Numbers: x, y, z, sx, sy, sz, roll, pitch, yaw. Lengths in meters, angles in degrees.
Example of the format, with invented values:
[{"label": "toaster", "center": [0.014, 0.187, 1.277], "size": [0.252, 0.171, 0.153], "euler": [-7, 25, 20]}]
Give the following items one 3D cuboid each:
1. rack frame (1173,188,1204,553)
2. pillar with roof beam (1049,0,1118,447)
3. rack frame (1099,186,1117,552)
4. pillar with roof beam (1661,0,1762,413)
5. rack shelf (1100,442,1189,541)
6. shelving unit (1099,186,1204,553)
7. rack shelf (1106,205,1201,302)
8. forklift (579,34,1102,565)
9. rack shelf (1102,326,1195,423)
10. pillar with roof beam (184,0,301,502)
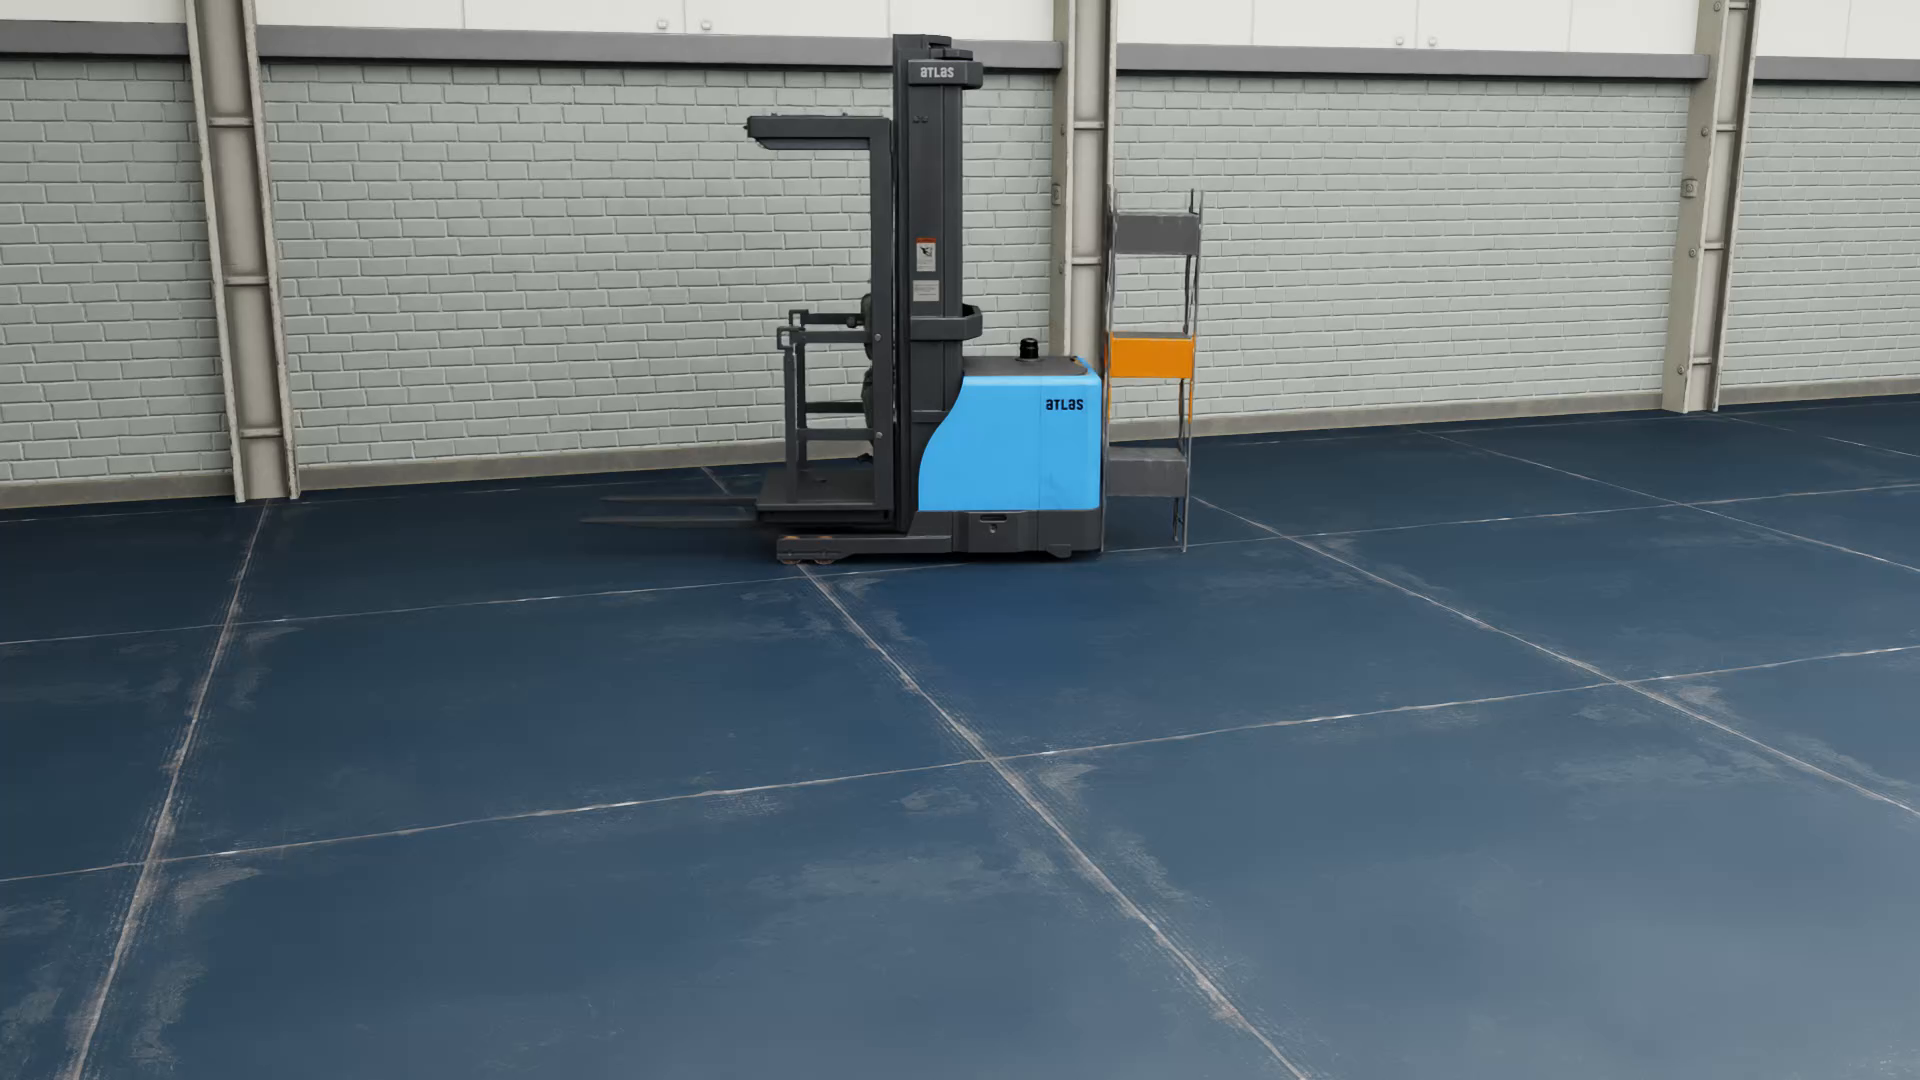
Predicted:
[{"label": "rack frame", "center": [1.340, -0.989, 9.762], "size": [0.015, 2.100, 0.400], "euler": [1, 13, -1]}, {"label": "pillar with roof beam", "center": [2.316, -4.178, 8.261], "size": [0.400, 9.000, 9.100], "euler": [-4, 14, -18]}, {"label": "rack frame", "center": [0.852, -0.995, 9.751], "size": [0.015, 2.100, 0.400], "euler": [1, 13, -1]}, {"label": "pillar with roof beam", "center": [8.002, -4.621, 10.123], "size": [0.400, 9.000, 9.100], "euler": [-4, 14, -18]}, {"label": "rack shelf", "center": [1.083, -0.298, 9.922], "size": [0.480, 0.518, 0.431], "euler": [1, 13, -1]}, {"label": "shelving unit", "center": [1.096, -0.992, 9.757], "size": [0.503, 2.100, 0.431], "euler": [1, 13, -1]}, {"label": "rack shelf", "center": [1.108, -1.660, 9.598], "size": [0.480, 0.518, 0.431], "euler": [1, 13, -1]}, {"label": "forklift", "center": [-0.708, -1.406, 9.719], "size": [3.031, 2.935, 1.130], "euler": [0, 13, -2]}, {"label": "rack shelf", "center": [1.095, -0.979, 9.760], "size": [0.480, 0.518, 0.431], "euler": [1, 13, -1]}, {"label": "pillar with roof beam", "center": [-3.371, -3.735, 6.399], "size": [0.400, 9.000, 9.100], "euler": [-4, 14, -18]}]
